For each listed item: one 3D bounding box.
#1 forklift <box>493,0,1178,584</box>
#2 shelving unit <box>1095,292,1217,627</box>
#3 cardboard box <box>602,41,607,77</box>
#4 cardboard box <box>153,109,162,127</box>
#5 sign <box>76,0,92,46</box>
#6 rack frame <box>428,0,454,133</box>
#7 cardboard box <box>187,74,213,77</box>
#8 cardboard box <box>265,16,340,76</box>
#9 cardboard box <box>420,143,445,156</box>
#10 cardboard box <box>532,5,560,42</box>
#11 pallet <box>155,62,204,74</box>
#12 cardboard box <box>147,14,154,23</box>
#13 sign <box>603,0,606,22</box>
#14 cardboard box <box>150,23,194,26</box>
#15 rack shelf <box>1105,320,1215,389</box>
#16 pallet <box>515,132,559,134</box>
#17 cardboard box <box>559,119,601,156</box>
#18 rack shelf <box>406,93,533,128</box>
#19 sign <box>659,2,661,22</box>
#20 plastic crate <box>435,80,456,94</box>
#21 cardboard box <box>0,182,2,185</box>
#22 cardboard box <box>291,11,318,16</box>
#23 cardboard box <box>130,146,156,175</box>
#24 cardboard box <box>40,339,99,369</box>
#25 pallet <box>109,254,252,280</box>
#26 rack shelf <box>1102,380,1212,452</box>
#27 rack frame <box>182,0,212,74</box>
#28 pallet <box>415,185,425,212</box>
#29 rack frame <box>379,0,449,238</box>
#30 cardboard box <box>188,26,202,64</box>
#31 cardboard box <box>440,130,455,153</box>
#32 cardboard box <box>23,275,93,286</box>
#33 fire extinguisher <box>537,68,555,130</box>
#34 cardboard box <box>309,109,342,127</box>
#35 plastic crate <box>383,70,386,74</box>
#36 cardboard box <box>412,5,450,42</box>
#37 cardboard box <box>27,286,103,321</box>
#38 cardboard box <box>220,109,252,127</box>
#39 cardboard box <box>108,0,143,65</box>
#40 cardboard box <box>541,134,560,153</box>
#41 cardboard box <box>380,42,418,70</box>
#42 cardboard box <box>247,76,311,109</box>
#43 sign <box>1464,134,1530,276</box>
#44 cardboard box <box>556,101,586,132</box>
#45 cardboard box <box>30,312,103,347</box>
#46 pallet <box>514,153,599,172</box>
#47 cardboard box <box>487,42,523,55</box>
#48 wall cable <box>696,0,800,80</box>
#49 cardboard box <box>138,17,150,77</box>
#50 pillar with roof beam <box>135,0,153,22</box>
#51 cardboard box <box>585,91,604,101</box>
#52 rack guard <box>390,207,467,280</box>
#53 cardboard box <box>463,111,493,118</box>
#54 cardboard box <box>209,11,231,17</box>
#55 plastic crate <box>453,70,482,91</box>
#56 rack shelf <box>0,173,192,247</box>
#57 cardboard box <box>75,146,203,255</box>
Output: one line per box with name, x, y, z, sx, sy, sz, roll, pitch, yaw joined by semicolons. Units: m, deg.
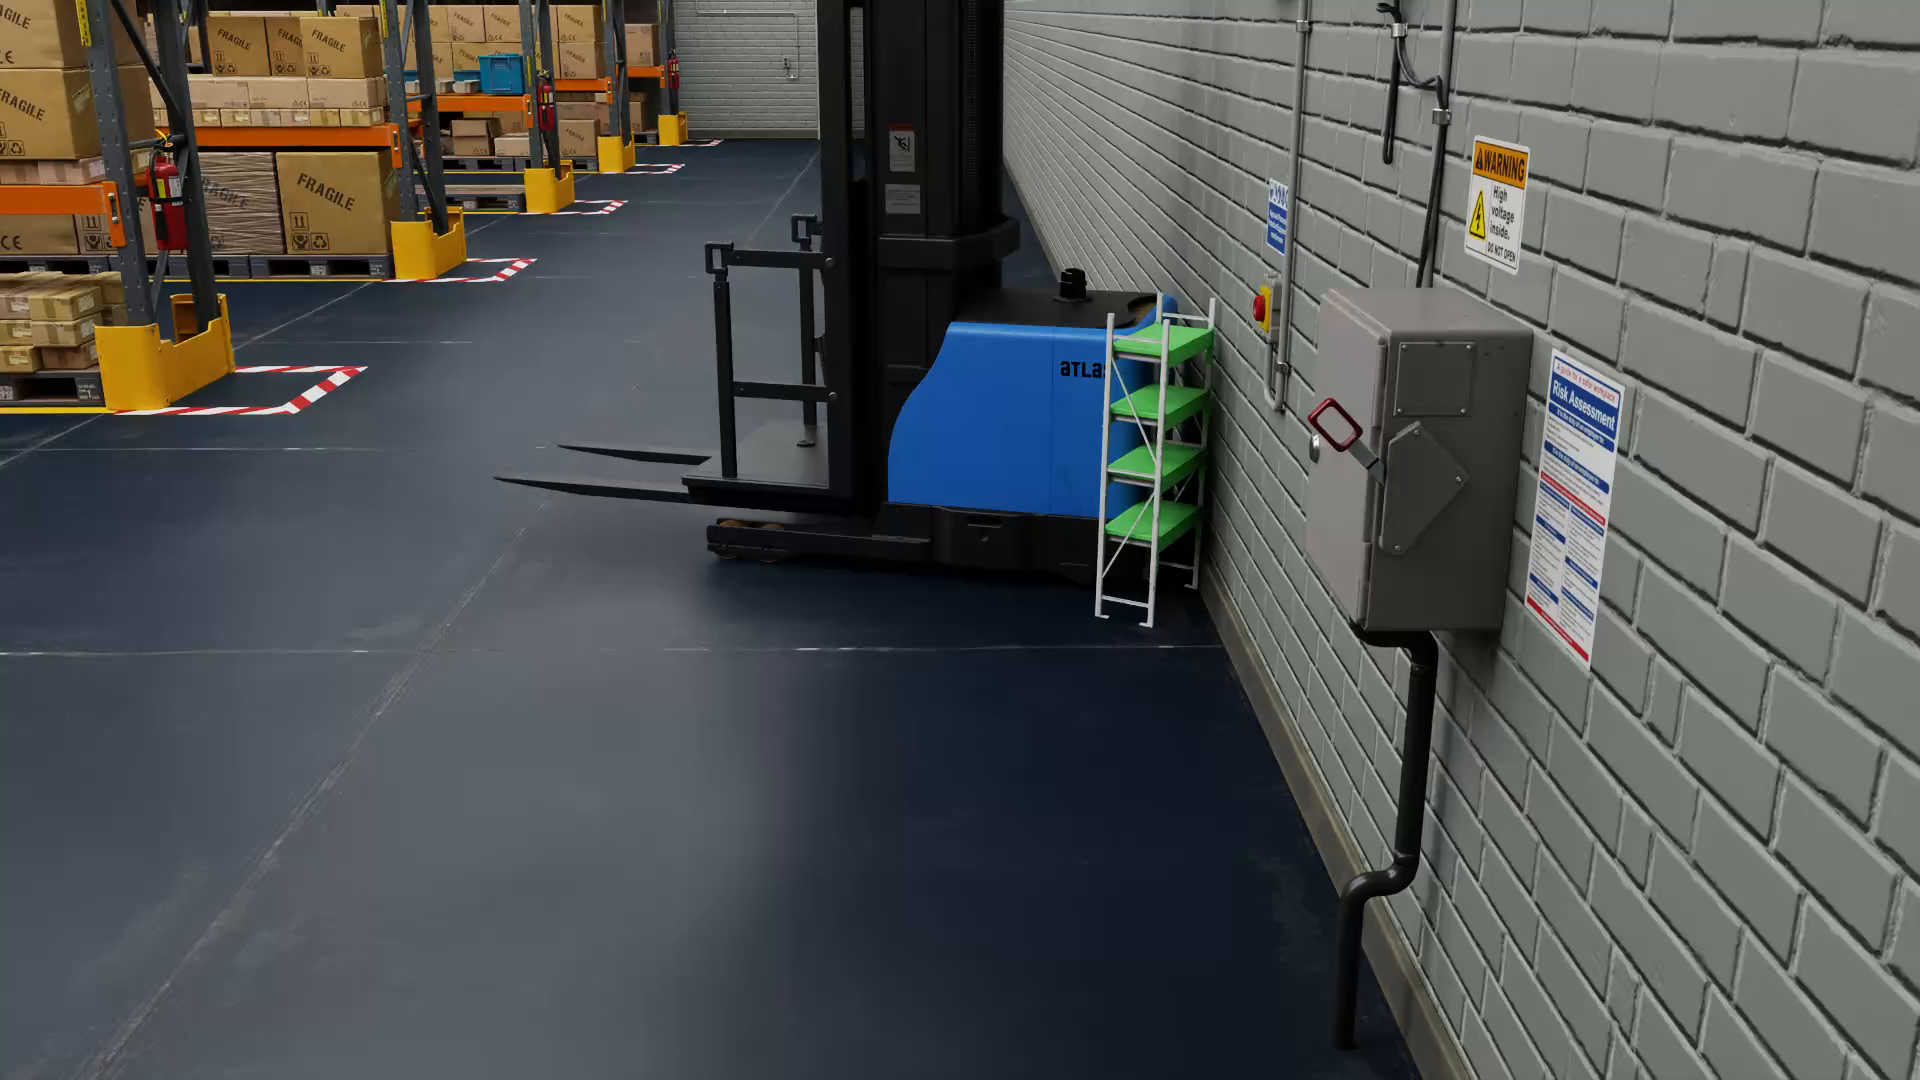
forklift;-0.600;-1.446;7.183;3.031;2.935;1.130;5;18;15
shelving unit;0.763;-0.319;6.487;0.258;1.200;0.503;11;21;26
cardboard box;-5.428;-7.043;24.354;0.500;0.500;0.500;0;18;0
cardboard box;-6.968;-3.661;14.384;0.250;0.149;0.380;-1;18;-2
sign;-4.862;-2.908;9.215;0.005;0.325;0.100;0;18;-1
rack frame;-9.062;-8.411;28.781;0.127;3.000;1.000;0;18;-1
cardboard box;-6.856;-4.032;14.889;0.500;0.250;0.500;-1;18;-2
cardboard box;-5.812;-4.397;14.798;0.500;0.500;0.500;-1;18;-2
cardboard box;-7.692;-5.701;24.253;0.250;0.166;0.380;0;18;-1
cardboard box;-5.926;-7.352;23.680;0.500;0.500;0.500;0;18;1
pallet;-11.035;-6.798;24.067;1.213;0.211;1.003;0;18;-1
cardboard box;-13.727;-8.941;28.486;0.250;0.149;0.380;-3;18;-10
sign;-4.992;-7.449;23.371;0.005;0.325;0.100;0;18;-1
cardboard box;-13.531;-8.643;28.622;0.500;0.500;0.700;-2;18;-7
rack shelf;0.768;-0.712;6.351;0.258;0.148;0.480;11;21;26
pallet;-7.078;-7.070;29.165;1.213;0.211;1.003;0;18;-1
cardboard box;-5.520;-5.859;24.197;0.500;0.500;0.500;0;18;-1
rack shelf;-6.906;-5.052;19.488;4.000;0.370;1.077;0;18;-1
sign;-5.068;-8.928;28.111;0.005;0.325;0.100;0;18;-1
plastic crate;-6.009;-5.251;19.264;0.243;0.136;0.396;0;18;-1
cardboard box;-5.672;-2.173;9.747;0.250;0.149;0.380;0;18;-1
cardboard box;-11.056;-8.882;28.337;0.500;0.250;0.500;-1;18;-2
cardboard box;-5.180;-2.355;10.315;0.250;0.149;0.380;0;18;-1
cardboard box;-5.374;-1.152;10.134;0.250;0.149;0.380;0;18;0
pallet;-6.843;-2.531;15.017;1.213;0.211;1.003;0;18;-1
rack shelf;0.765;-0.485;6.430;0.258;0.148;0.480;11;21;26
rack frame;-8.906;-5.385;19.348;0.127;3.000;1.000;0;18;-1
pallet;-6.948;-4.079;19.843;1.213;0.211;1.003;0;18;-1
rack frame;-4.828;-3.892;14.693;0.127;3.000;1.000;0;18;-1
cardboard box;-10.746;-7.118;23.900;0.500;0.500;0.700;-5;18;-15
cardboard box;-7.665;-5.920;24.698;0.500;0.311;0.500;0;18;-1
cardboard box;-5.654;-1.565;10.446;0.250;0.149;0.380;0;18;0
fire extinguisher;-4.748;-5.052;19.047;0.183;0.674;0.296;0;18;-1
cardboard box;-5.439;-3.668;14.407;0.250;0.149;0.380;0;18;0
plastic crate;-6.775;-5.445;19.710;0.300;0.233;0.416;0;18;-1
cardboard box;-7.475;-7.343;23.651;0.500;0.500;0.500;-1;18;-2
cardboard box;-5.376;-1.422;10.000;0.250;0.149;0.380;0;18;0
cardboard box;-6.200;-3.664;14.396;0.250;0.149;0.380;-1;18;-2
cardboard box;-5.304;-3.121;10.002;0.500;0.500;0.500;0;18;-1
cardboard box;-6.029;-5.899;24.732;0.500;0.250;0.500;0;18;-1
cardboard box;-7.954;-6.868;23.808;0.500;0.500;0.500;0;18;0
cardboard box;-5.815;-3.876;14.403;0.500;0.250;0.500;-1;18;-2
sign;1.060;-0.668;3.292;0.001;0.242;0.339;0;18;-1
cardboard box;-6.764;-7.401;29.037;0.500;0.500;0.700;-1;18;-3
cardboard box;-5.374;-1.271;10.015;0.250;0.149;0.380;-1;18;-2
pallet;-5.854;-5.585;24.537;1.213;0.211;1.003;0;18;-1
cardboard box;-6.442;-6.875;23.830;0.500;0.500;0.500;0;18;0
wall cable;-3.797;-9.209;29.606;1.851;1.984;0.084;0;18;-1
cardboard box;-7.332;-4.228;14.272;0.500;0.500;0.500;-1;18;-3
pillar with roof beam;-14.307;-10.191;24.510;0.400;9.000;9.100;0;18;-1
cardboard box;-6.396;-7.773;29.134;0.250;0.149;0.380;0;18;0
rack guard;-4.804;-2.701;15.075;0.348;0.500;1.175;0;18;-1
cardboard box;-8.313;-7.393;29.012;0.500;0.500;0.700;0;18;0
cardboard box;-12.575;-8.871;28.304;0.500;0.250;0.500;0;18;0
plastic crate;-5.816;-5.449;19.725;0.300;0.233;0.416;0;18;-1
rack shelf;-6.850;-2.024;10.049;4.000;0.370;1.077;0;18;-1
cardboard box;-7.266;-3.044;14.840;0.875;0.875;0.875;0;18;-1
